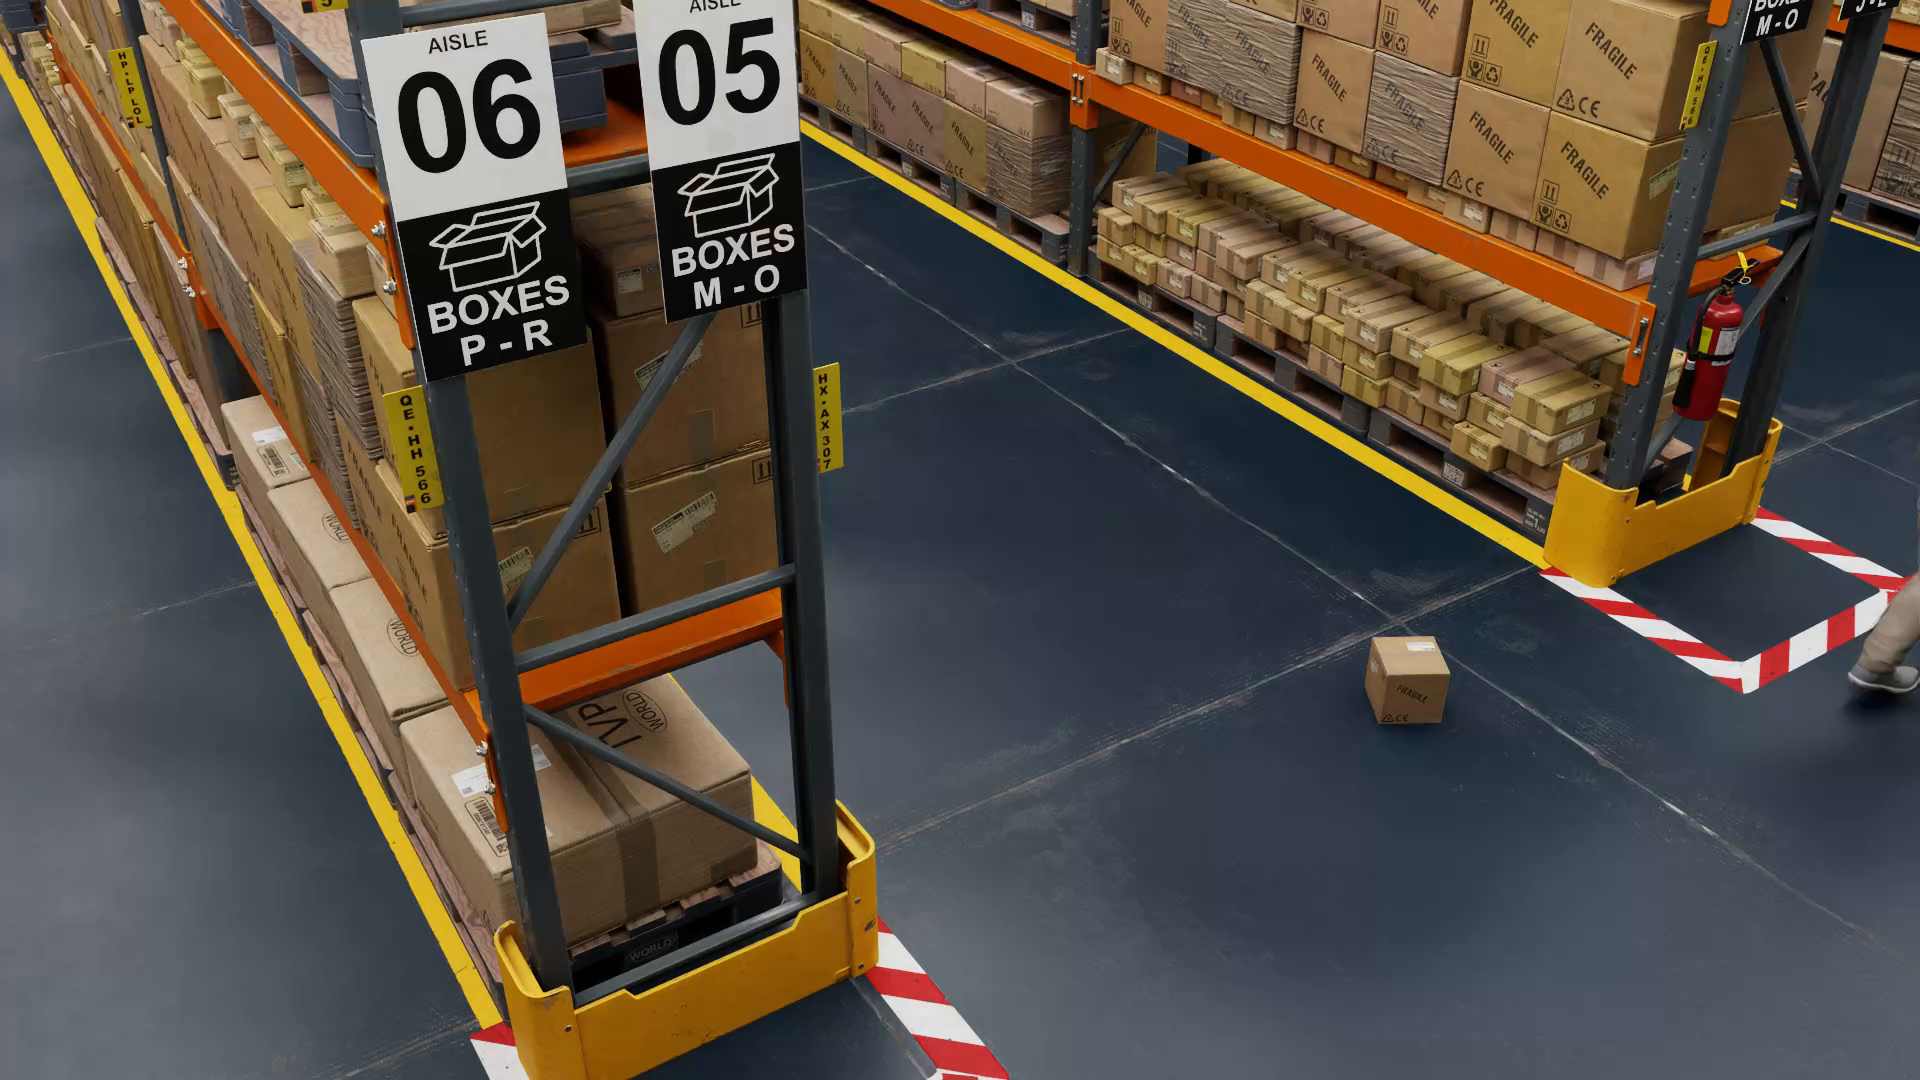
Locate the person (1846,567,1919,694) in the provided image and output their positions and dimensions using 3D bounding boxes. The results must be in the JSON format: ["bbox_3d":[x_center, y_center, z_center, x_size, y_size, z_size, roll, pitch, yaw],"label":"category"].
[{"bbox_3d":[4.070,-0.154,6.377,1.015,1.668,0.541,-15,35,-22],"label":"person"}]
